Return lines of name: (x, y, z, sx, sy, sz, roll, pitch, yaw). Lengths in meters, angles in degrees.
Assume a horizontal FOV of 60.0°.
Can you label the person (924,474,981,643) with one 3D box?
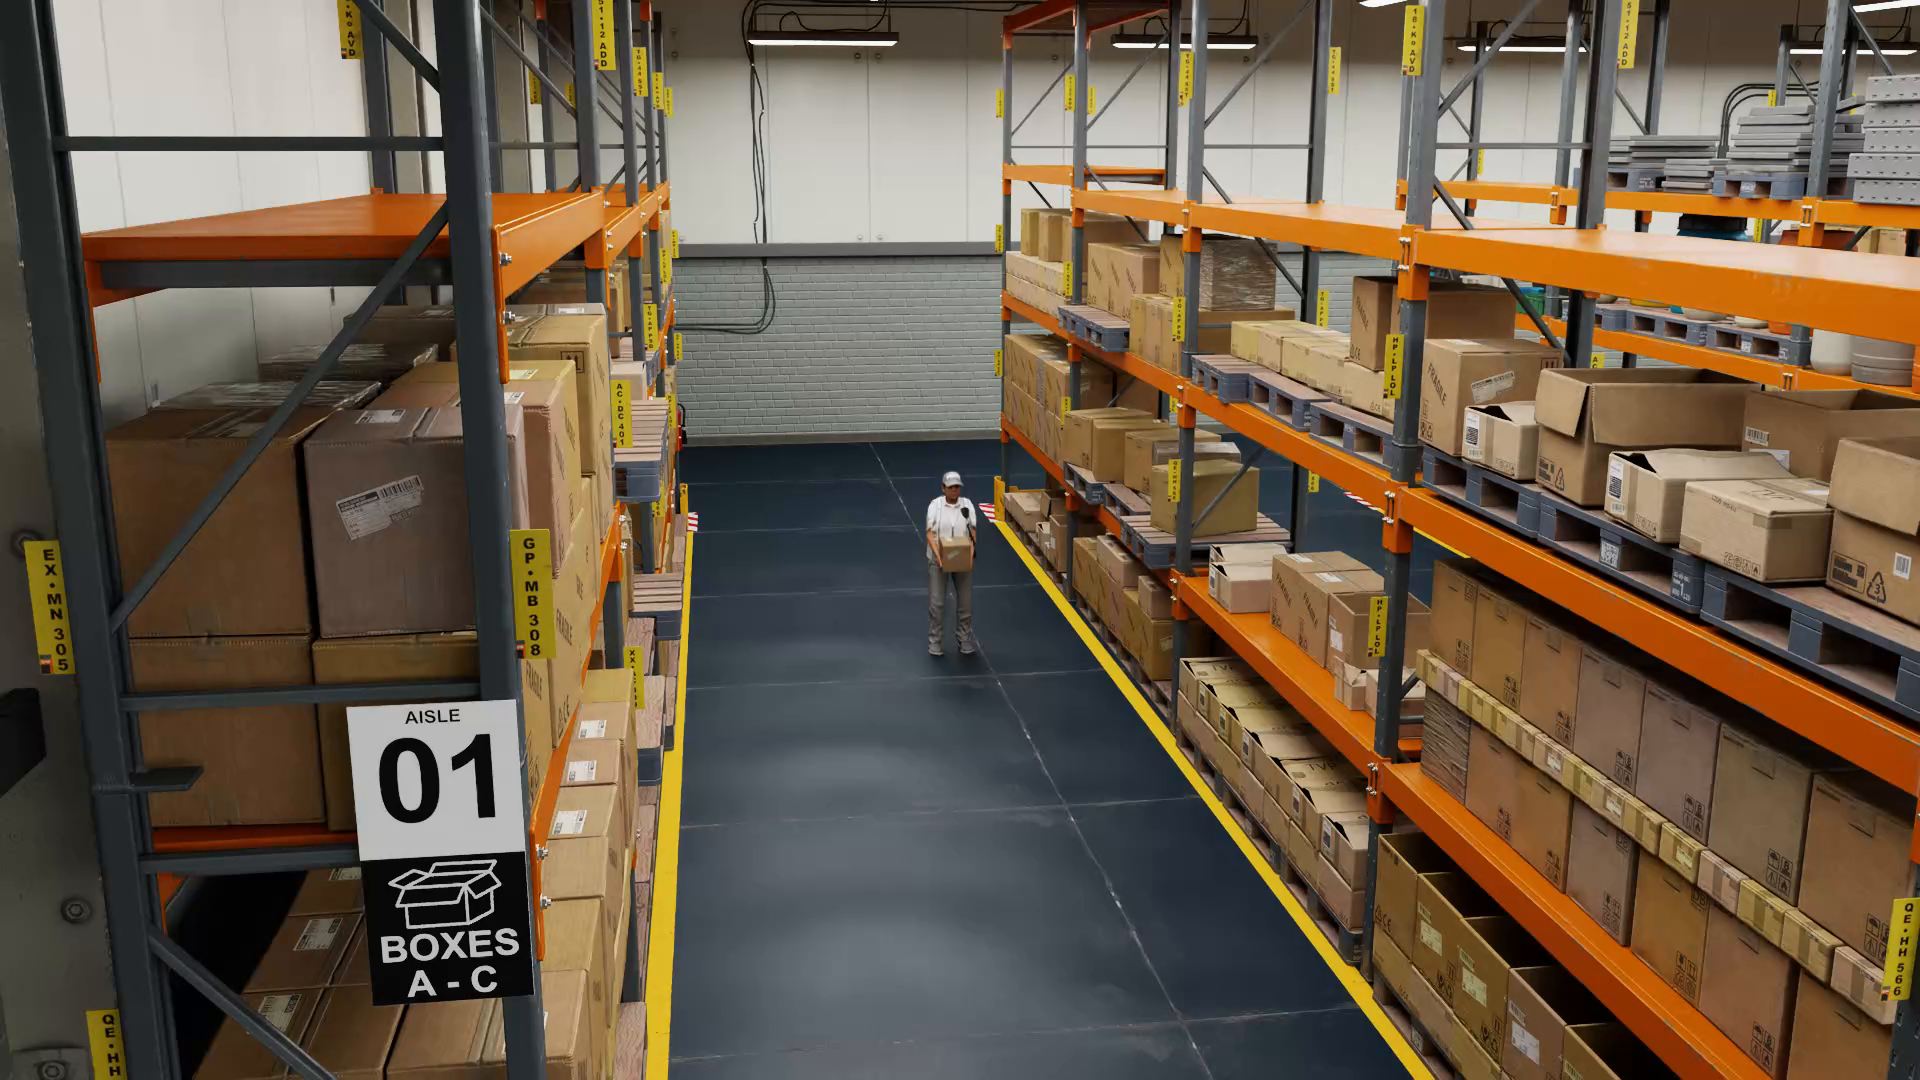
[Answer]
person: (-0.059, 0.172, 15.101, 0.524, 1.599, 0.467, -3, 14, -11)
